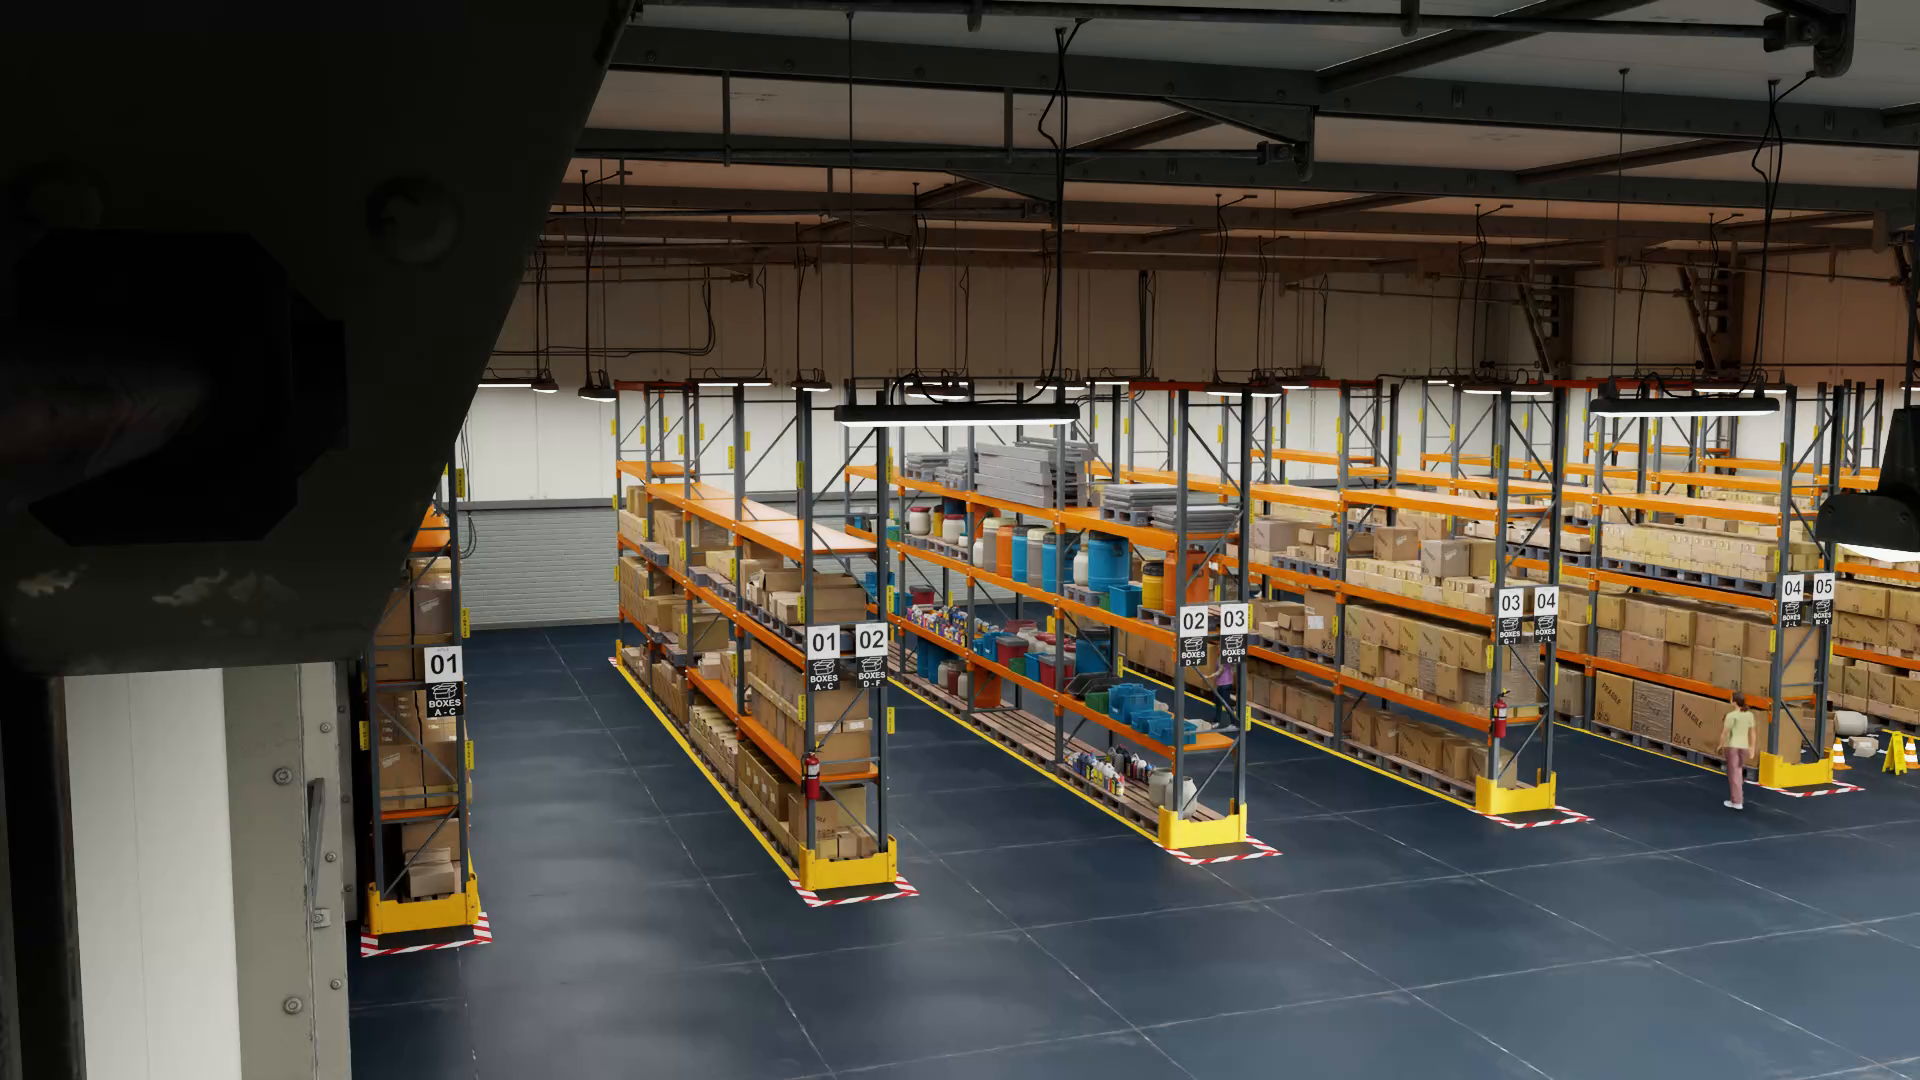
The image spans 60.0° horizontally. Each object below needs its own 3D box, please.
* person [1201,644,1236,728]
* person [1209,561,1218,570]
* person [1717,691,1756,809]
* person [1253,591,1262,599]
[{"bbox_3d":[4.586,2.496,28.861,0.703,1.555,0.523,4,7,34],"label":"person"},{"bbox_3d":[6.376,1.006,42.613,0.493,1.638,0.955,1,6,9],"label":"person"},{"bbox_3d":[11.090,3.004,23.755,0.480,1.717,0.553,0,6,0],"label":"person"},{"bbox_3d":[6.146,1.916,34.338,0.603,1.719,0.413,4,7,34],"label":"person"}]
